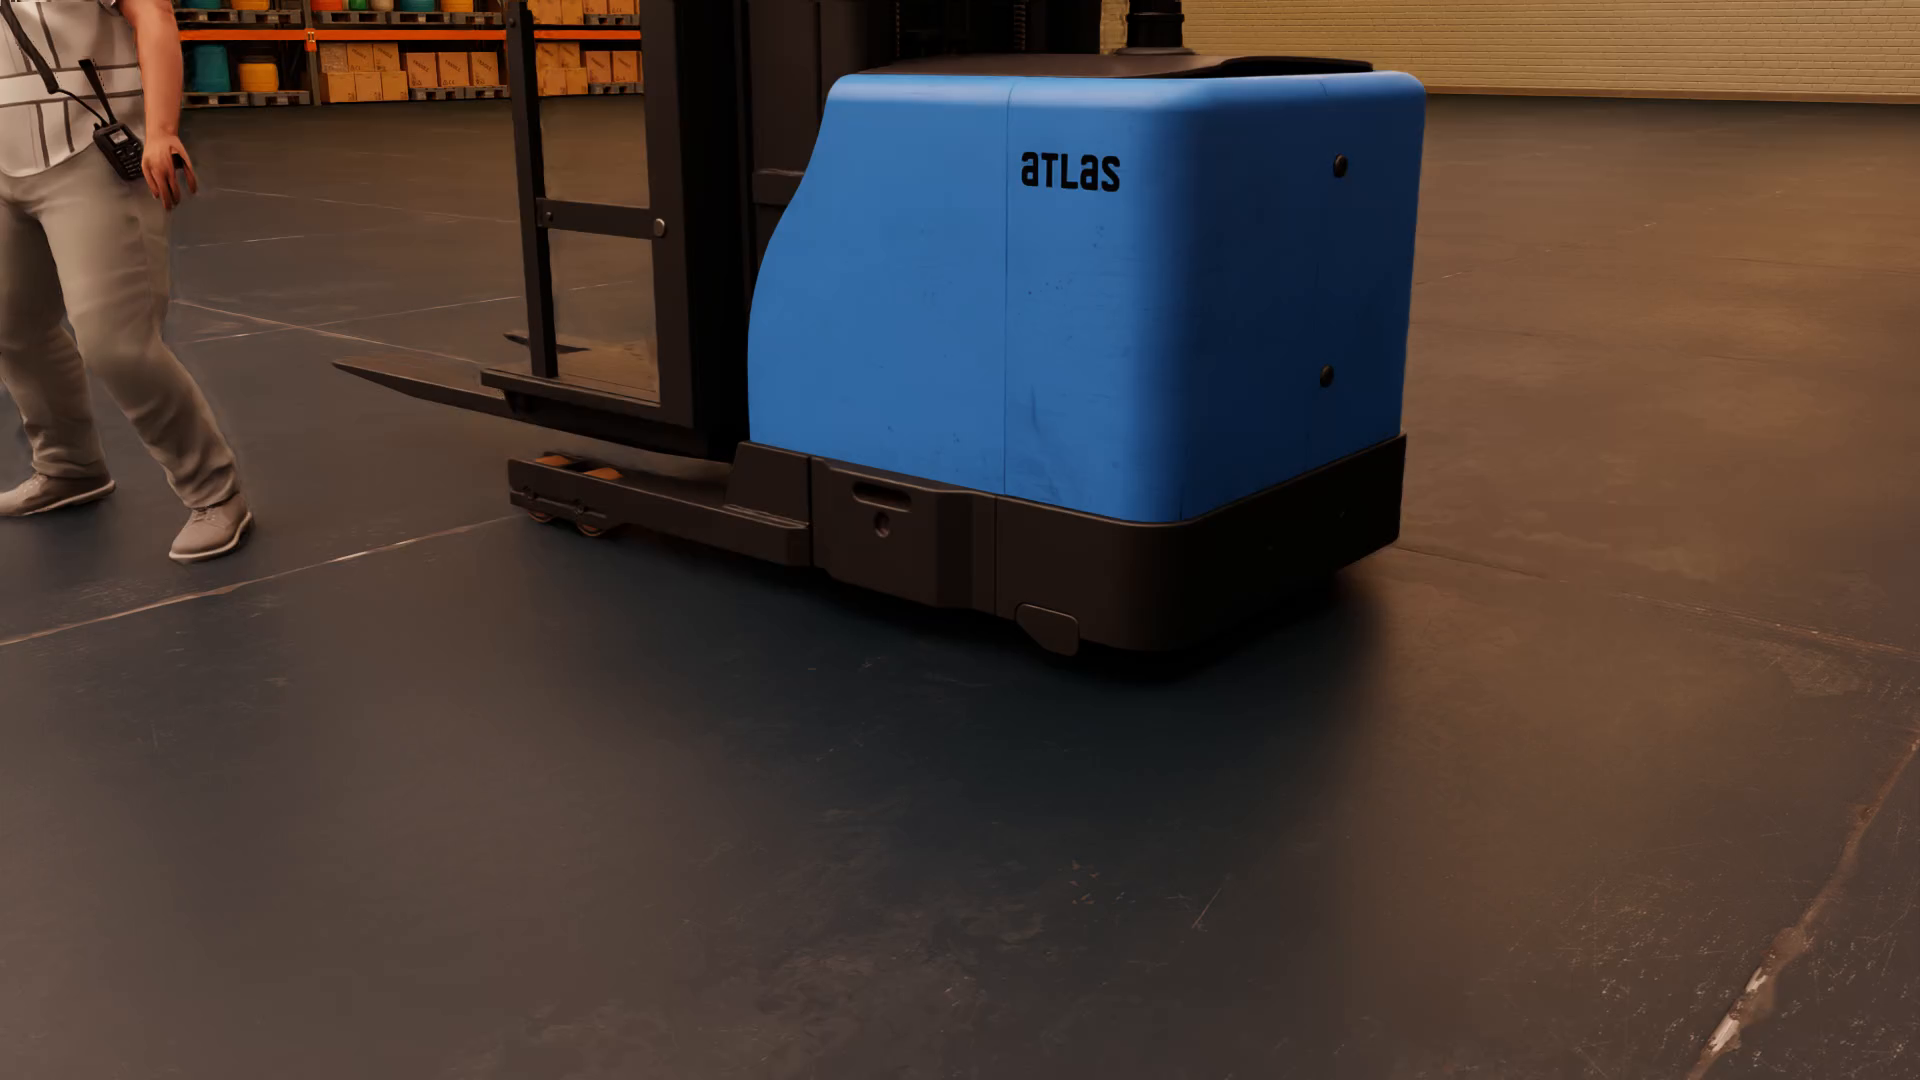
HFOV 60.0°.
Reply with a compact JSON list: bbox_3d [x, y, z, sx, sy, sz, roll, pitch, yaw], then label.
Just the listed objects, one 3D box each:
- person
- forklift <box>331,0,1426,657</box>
[{"bbox_3d":[-2.053,-0.822,3.779,0.947,1.714,0.451,10,19,29],"label":"person"},{"bbox_3d":[-0.478,-1.513,3.881,3.031,2.935,1.130,13,21,37],"label":"forklift"}]
